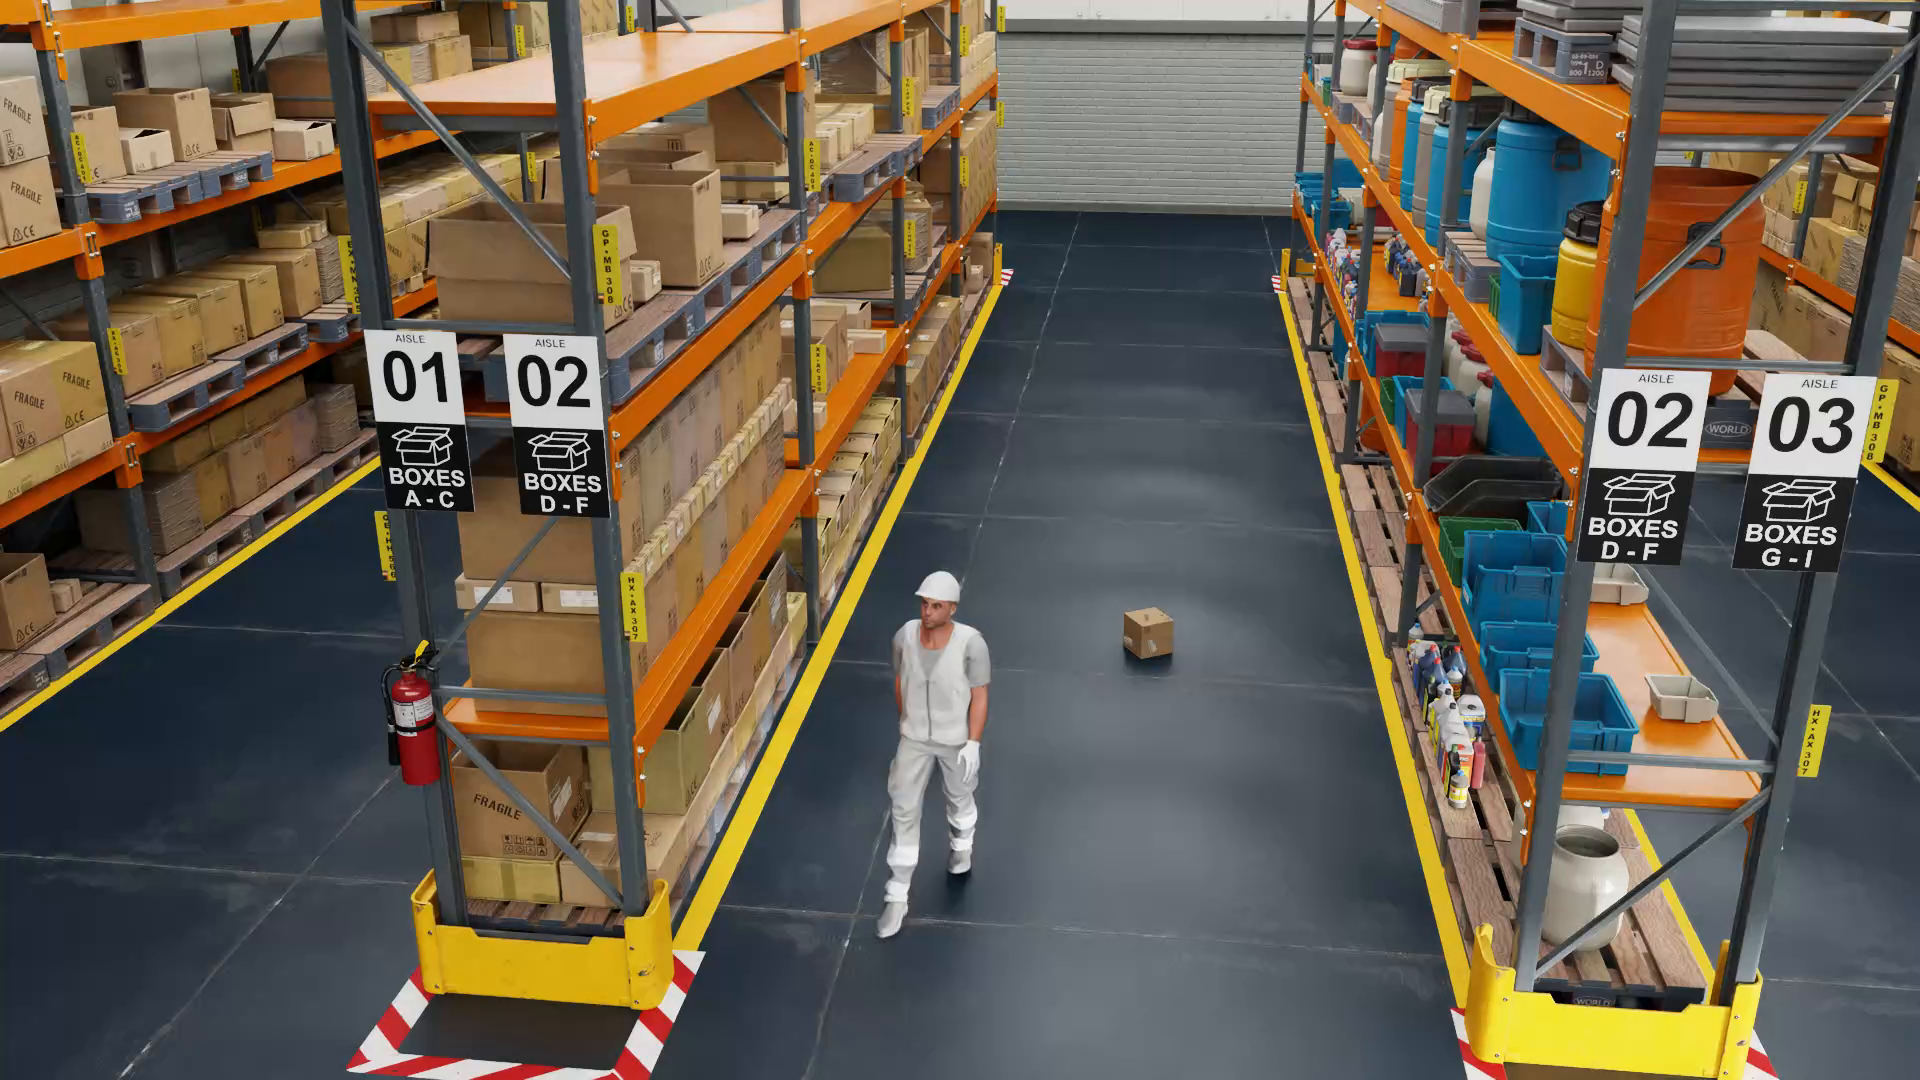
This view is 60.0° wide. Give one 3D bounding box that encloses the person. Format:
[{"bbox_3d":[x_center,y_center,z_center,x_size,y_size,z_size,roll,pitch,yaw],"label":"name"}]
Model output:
[{"bbox_3d":[-0.137,1.024,8.322,0.534,1.741,0.958,5,22,14],"label":"person"}]
